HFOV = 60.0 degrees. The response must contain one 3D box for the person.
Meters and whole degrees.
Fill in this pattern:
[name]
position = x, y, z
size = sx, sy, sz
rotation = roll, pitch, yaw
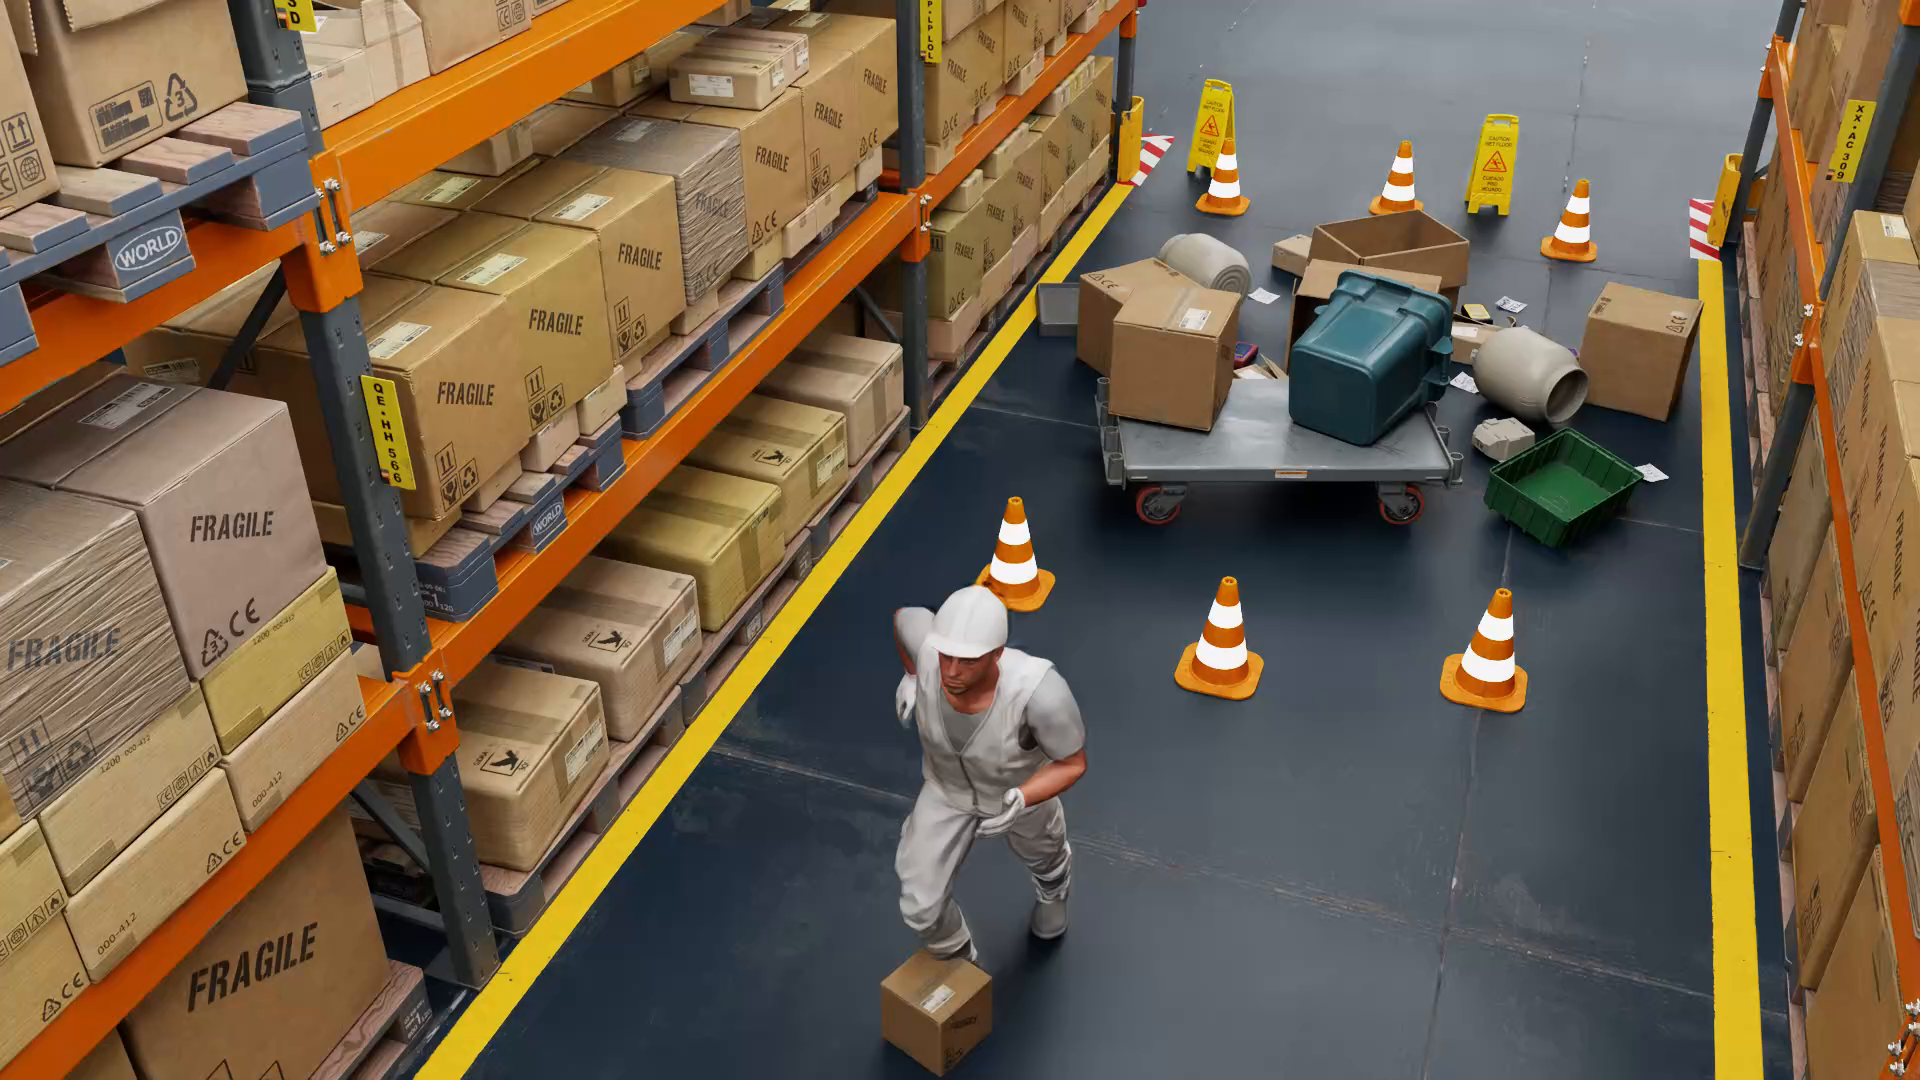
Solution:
[person]
position = 0.071, 0.745, 5.010
size = 0.656, 1.691, 0.968
rotation = 8, 34, 12
